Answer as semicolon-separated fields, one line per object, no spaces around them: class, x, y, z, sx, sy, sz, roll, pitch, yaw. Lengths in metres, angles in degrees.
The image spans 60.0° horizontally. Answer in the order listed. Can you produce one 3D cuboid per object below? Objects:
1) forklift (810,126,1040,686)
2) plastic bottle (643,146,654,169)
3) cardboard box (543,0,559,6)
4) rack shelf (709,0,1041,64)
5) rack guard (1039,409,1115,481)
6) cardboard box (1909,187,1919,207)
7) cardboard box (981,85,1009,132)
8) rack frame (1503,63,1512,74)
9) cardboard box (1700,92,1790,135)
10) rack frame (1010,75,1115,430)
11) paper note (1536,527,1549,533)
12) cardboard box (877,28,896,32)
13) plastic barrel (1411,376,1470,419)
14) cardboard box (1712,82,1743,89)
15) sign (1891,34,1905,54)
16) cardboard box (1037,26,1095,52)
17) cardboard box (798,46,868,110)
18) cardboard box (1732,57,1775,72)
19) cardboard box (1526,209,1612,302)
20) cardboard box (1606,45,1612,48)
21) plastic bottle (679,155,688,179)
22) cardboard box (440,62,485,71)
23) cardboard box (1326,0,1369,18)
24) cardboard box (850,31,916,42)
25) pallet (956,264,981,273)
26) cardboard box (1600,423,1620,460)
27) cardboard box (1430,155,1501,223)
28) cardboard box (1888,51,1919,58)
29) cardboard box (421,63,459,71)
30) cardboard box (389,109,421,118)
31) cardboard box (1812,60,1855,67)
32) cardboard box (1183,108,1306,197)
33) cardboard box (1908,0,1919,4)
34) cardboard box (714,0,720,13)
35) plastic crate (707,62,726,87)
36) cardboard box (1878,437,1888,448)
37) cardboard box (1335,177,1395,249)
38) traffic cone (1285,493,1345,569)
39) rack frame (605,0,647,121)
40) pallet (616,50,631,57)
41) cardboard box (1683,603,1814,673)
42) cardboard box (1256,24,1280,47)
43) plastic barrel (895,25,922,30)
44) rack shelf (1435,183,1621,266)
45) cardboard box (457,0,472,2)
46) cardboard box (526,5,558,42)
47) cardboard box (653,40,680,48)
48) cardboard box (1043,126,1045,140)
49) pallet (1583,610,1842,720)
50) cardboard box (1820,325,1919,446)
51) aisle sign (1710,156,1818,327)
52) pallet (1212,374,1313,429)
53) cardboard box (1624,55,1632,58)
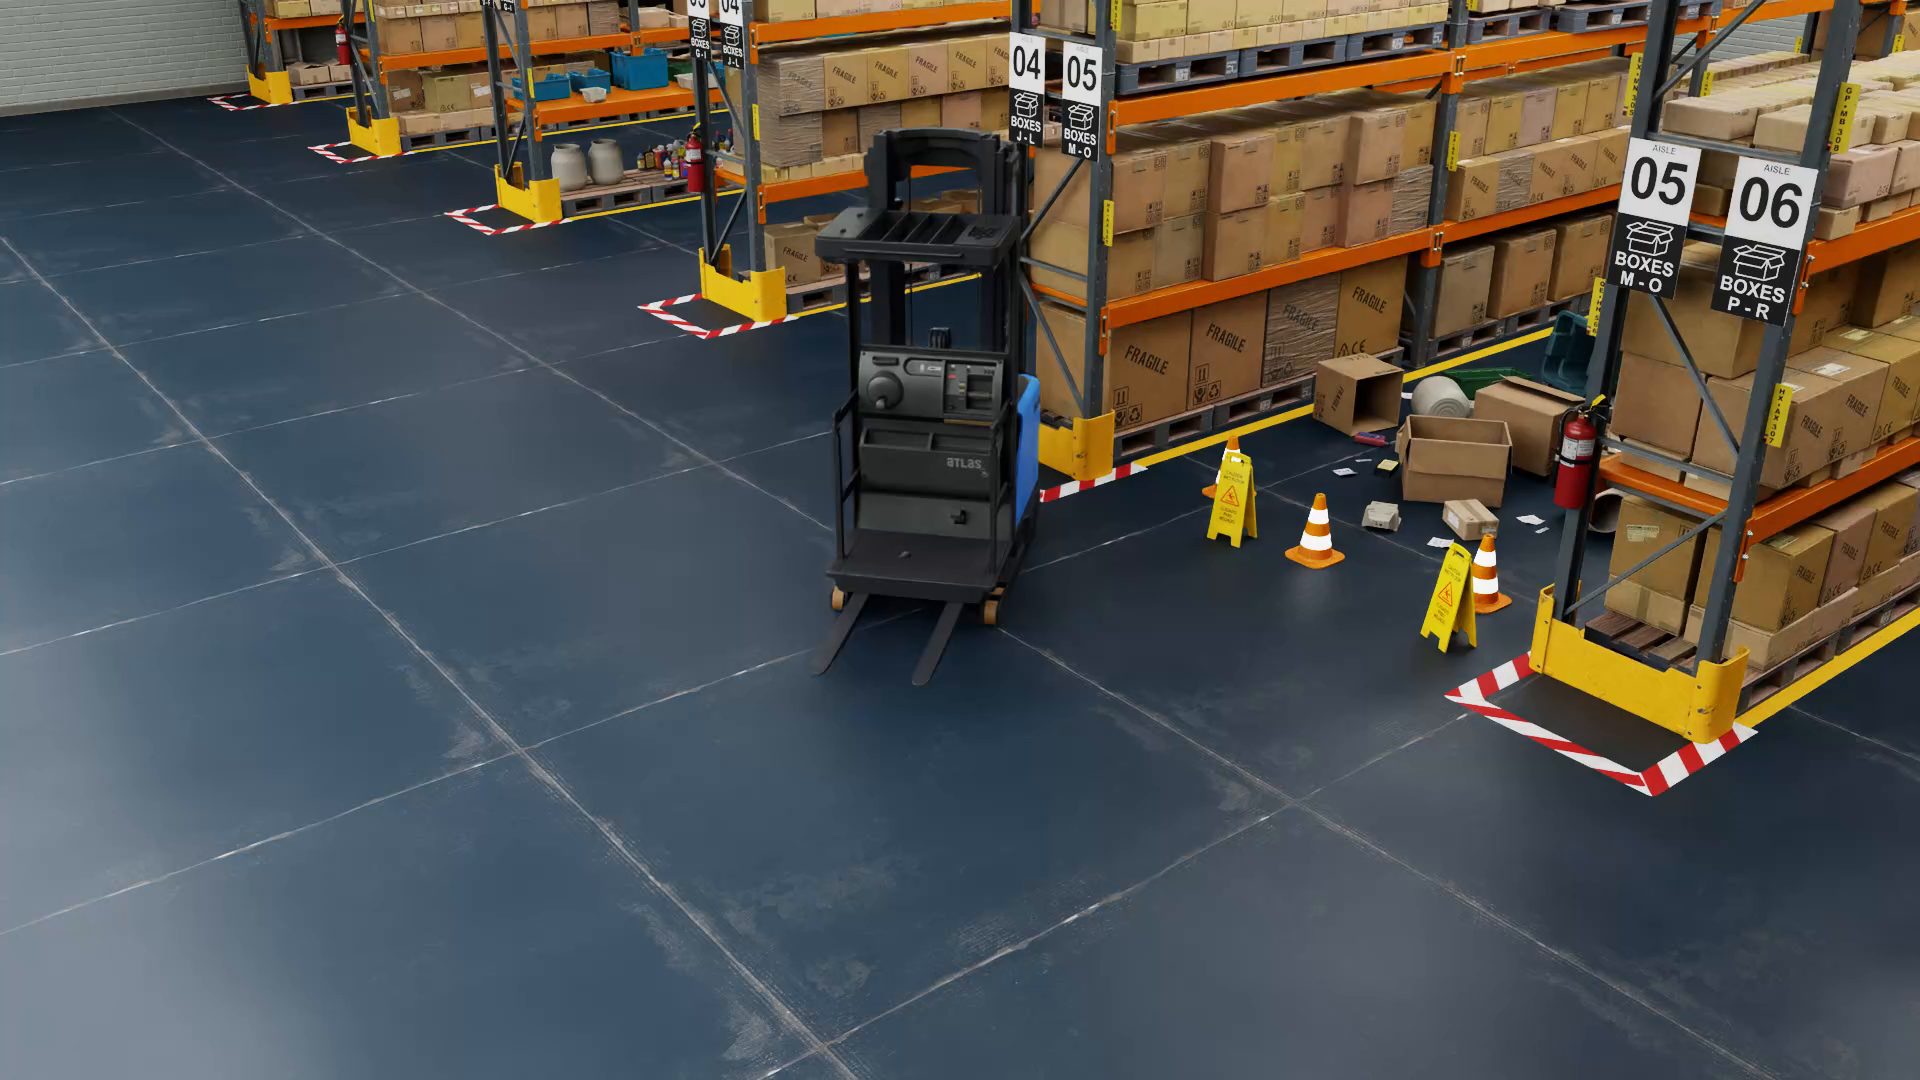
forklift;-0.225;-0.954;10.323;1.130;2.935;3.031;5;25;11
plastic bottle;-4.052;-4.978;21.616;0.133;0.283;0.061;-17;30;-33
cardboard box;-6.097;-7.967;24.463;0.250;0.149;0.380;-18;31;-34
rack shelf;-0.678;-5.265;16.822;4.000;0.370;1.077;-18;31;-34
rack guard;0.711;-0.901;13.098;0.348;0.500;1.175;-18;31;-34
cardboard box;5.092;-1.951;9.126;0.250;0.149;0.380;-19;31;-36
cardboard box;0.089;-4.715;17.875;0.500;0.500;0.875;-18;31;-34
rack frame;7.192;-6.828;22.899;0.127;3.000;1.000;-18;31;-34
cardboard box;4.174;-2.276;8.879;0.250;0.149;0.380;-18;30;-33
rack frame;0.730;-2.041;12.585;0.127;3.000;1.000;-18;31;-34
paper note;4.165;-0.070;11.889;0.123;0.001;0.032;-18;31;-34
cardboard box;-1.433;-8.814;28.735;0.500;0.250;0.500;-17;30;-32
plastic barrel;3.931;-1.109;13.637;0.421;0.421;0.512;1;25;2
cardboard box;7.914;-4.655;17.309;0.250;0.149;0.380;-18;31;-34
sign;10.518;-5.501;18.664;0.005;0.325;0.100;-18;31;-34
cardboard box;0.782;-3.723;12.325;0.250;0.149;0.380;-18;31;-34
cardboard box;-1.253;-4.525;16.276;0.500;0.500;0.500;-18;31;-34
cardboard box;8.962;-5.351;18.809;0.250;0.149;0.380;-19;31;-35
cardboard box;5.804;-2.933;16.680;0.750;0.750;1.050;-18;30;-33
cardboard box;9.256;-7.218;24.038;0.250;0.149;0.380;-18;30;-34
plastic bottle;-3.499;-4.739;21.103;0.133;0.283;0.061;-18;30;-33
cardboard box;-7.345;-6.779;24.671;0.500;0.500;0.500;-18;31;-34
cardboard box;2.856;-4.270;13.032;0.500;0.250;0.500;-19;31;-34
cardboard box;-0.788;-4.957;17.208;0.500;0.500;0.500;-18;31;-34
pallet;0.390;-3.299;18.607;1.213;0.211;1.003;-18;31;-34
cardboard box;5.046;-0.726;12.999;0.258;0.266;0.396;5;25;11
cardboard box;4.457;-3.173;14.905;0.500;0.500;0.500;-18;30;-33
cardboard box;5.939;-2.899;10.222;0.250;0.149;0.380;-19;31;-34
cardboard box;-9.065;-8.455;28.852;0.500;0.500;0.500;-21;32;-38
cardboard box;-8.122;-6.174;24.257;0.500;0.250;0.500;-18;31;-34
cardboard box;9.766;-5.266;18.626;0.250;0.149;0.380;-19;31;-36
cardboard box;2.283;-3.137;13.486;0.500;0.550;0.875;-18;31;-34
cardboard box;11.492;-6.089;19.647;0.500;0.500;0.500;-18;30;-33
cardboard box;-2.029;-5.213;16.034;0.500;0.250;0.500;-17;30;-33
plastic crate;-2.863;-5.946;21.175;0.616;0.251;0.499;-18;31;-34
cardboard box;5.289;-0.663;9.915;0.250;0.149;0.380;-17;30;-32
cardboard box;3.176;-2.898;14.254;0.550;0.550;0.875;-18;31;-34
traffic cone;2.454;-0.096;11.406;0.334;0.463;0.336;-18;31;-34
rack frame;-5.214;-8.032;25.494;0.127;3.000;1.000;-18;31;-34
pallet;-6.701;-8.929;30.739;1.213;0.211;1.003;-18;31;-34
cardboard box;4.669;0.511;9.853;0.500;0.250;0.500;-19;31;-34
cardboard box;2.190;-3.835;12.567;0.250;0.149;0.380;-19;31;-34
plastic barrel;-0.695;-6.819;22.718;0.433;0.535;0.433;0;25;0
rack shelf;5.451;-3.274;16.095;4.000;0.370;1.077;-18;31;-34
cardboard box;-7.138;-8.028;23.824;0.500;0.500;0.700;-18;30;-34
cardboard box;-6.367;-7.692;24.643;0.500;0.500;0.700;-18;30;-33
cardboard box;-5.660;-9.573;31.260;0.500;0.500;0.700;-18;30;-33
cardboard box;0.706;-4.421;18.011;0.250;0.149;0.380;-18;31;-34
pallet;4.585;0.618;10.168;1.213;0.211;1.003;-18;31;-34
cardboard box;5.213;-0.908;9.670;0.500;0.500;0.500;-19;31;-35
aisle sign;4.006;-1.488;8.305;0.004;0.787;0.394;-18;31;-34
pallet;2.270;-1.325;14.355;1.213;0.211;1.003;-18;31;-34
cardboard box;9.885;-6.901;25.081;0.875;0.875;0.875;-18;31;-34
